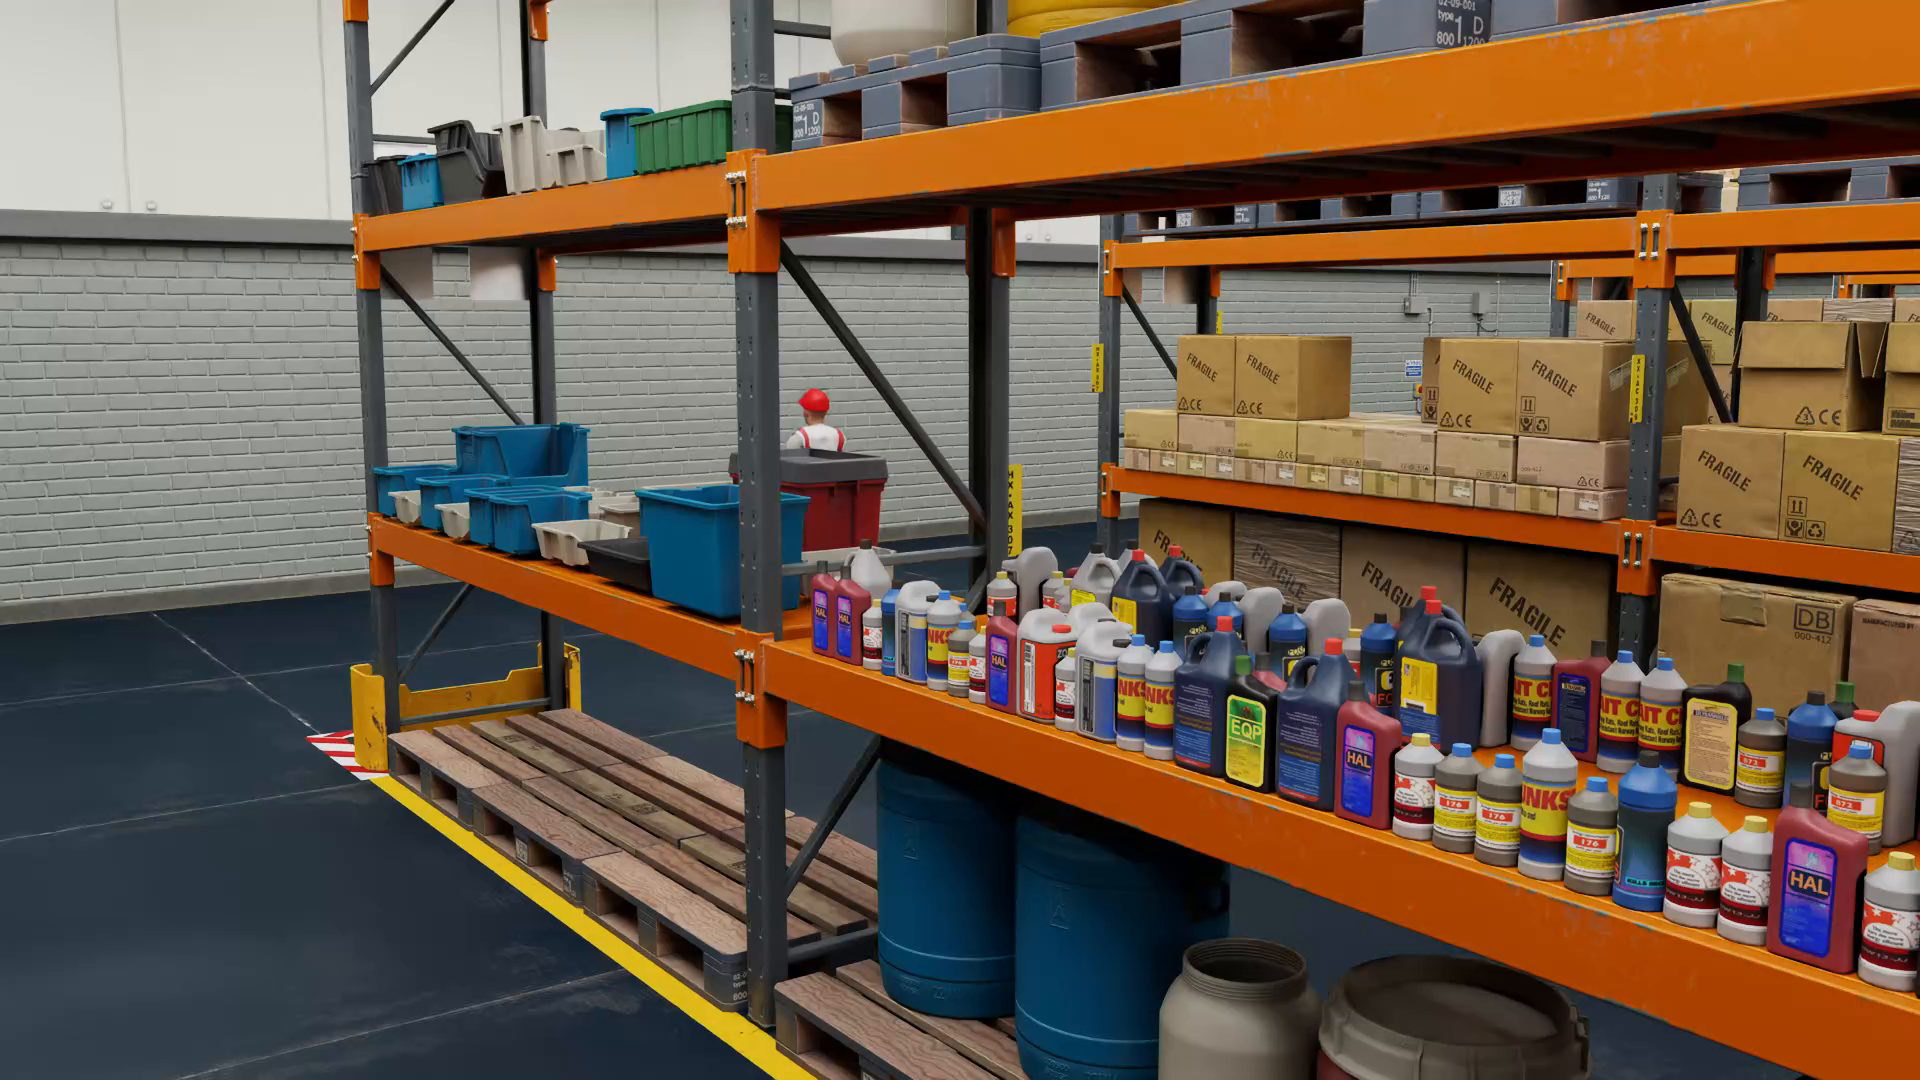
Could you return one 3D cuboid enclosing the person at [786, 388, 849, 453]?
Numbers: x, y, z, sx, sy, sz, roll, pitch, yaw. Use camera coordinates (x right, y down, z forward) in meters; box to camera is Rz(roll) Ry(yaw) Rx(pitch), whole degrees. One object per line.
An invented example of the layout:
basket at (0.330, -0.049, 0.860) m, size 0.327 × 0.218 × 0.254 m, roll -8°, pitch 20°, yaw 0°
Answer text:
person at (-1.094, -0.223, 12.314) m, size 0.534 × 1.798 × 0.383 m, roll -5°, pitch 9°, yaw -35°
